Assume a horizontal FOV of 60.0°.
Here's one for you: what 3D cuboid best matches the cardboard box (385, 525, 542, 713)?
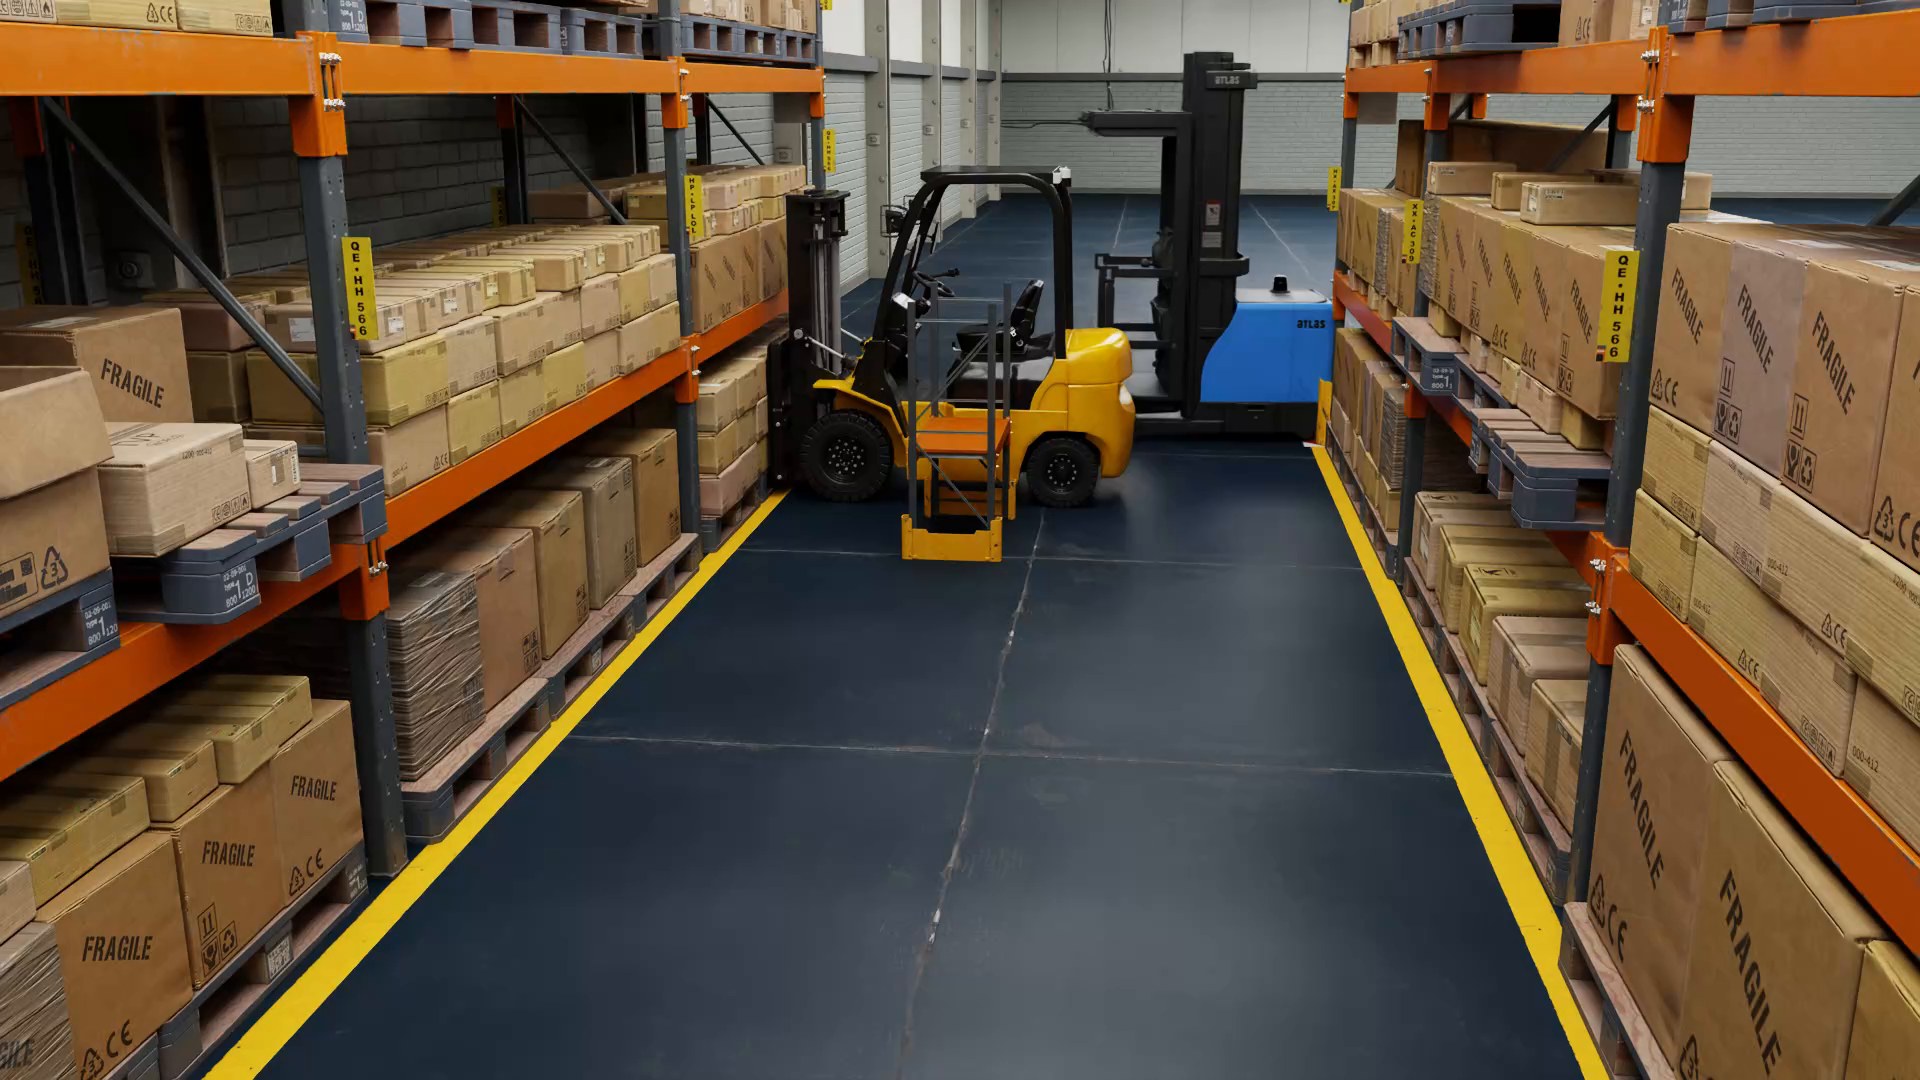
[{"bbox_3d":[-2.310,0.317,6.986,0.875,0.625,0.625,2,15,8],"label":"cardboard box"}]

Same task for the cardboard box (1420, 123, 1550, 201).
[{"bbox_3d":[3.320,-2.369,10.498,0.700,0.500,0.500,2,15,6],"label":"cardboard box"}]

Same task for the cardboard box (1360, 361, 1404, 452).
[{"bbox_3d":[2.836,-0.850,10.587,0.500,0.500,0.500,3,15,9],"label":"cardboard box"}]

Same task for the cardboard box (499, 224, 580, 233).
[{"bbox_3d":[-2.261,-1.609,8.932,0.380,0.149,0.250,1,15,5],"label":"cardboard box"}]

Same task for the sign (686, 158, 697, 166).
[{"bbox_3d":[-2.108,-2.844,13.123,0.100,0.325,0.005,2,15,6],"label":"sign"}]

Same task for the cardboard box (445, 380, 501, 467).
[{"bbox_3d":[-2.105,-0.461,6.407,0.500,0.250,0.500,1,15,5],"label":"cardboard box"}]

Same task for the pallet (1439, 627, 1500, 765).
[{"bbox_3d":[2.702,0.678,7.250,1.003,0.211,1.213,2,15,6],"label":"pallet"}]

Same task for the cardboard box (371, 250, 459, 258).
[{"bbox_3d":[-2.480,-1.215,7.475,0.380,0.149,0.250,2,15,7],"label":"cardboard box"}]

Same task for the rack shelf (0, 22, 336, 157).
[{"bbox_3d":[-2.686,-0.877,3.291,1.077,0.370,4.000,2,15,6],"label":"rack shelf"}]

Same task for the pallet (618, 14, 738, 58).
[{"bbox_3d":[-1.938,-2.960,9.784,1.003,0.211,1.213,2,15,6],"label":"pallet"}]

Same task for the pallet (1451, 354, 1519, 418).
[{"bbox_3d":[2.655,-0.572,6.898,1.003,0.211,1.213,2,15,6],"label":"pallet"}]

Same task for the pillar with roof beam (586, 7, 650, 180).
[{"bbox_3d":[1.746,-4.985,11.358,9.100,9.000,0.400,2,15,6],"label":"pillar with roof beam"}]

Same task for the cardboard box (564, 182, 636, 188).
[{"bbox_3d":[-2.221,-2.129,10.284,0.380,0.149,0.250,1,15,5],"label":"cardboard box"}]

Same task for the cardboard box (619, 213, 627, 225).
[{"bbox_3d":[-2.196,-1.919,10.079,0.380,0.149,0.250,2,15,8],"label":"cardboard box"}]

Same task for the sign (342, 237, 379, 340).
[{"bbox_3d":[-1.920,-0.802,5.316,0.100,0.325,0.005,2,15,6],"label":"sign"}]

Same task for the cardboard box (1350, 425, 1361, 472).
[{"bbox_3d":[2.895,-0.625,11.190,0.500,0.250,0.500,3,15,10],"label":"cardboard box"}]

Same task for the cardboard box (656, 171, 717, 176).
[{"bbox_3d":[-1.934,-2.525,11.751,0.380,0.149,0.250,2,15,8],"label":"cardboard box"}]

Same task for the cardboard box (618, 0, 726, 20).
[{"bbox_3d":[-1.673,-3.197,9.667,0.500,0.311,0.500,2,15,7],"label":"cardboard box"}]

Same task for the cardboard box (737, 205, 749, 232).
[{"bbox_3d":[-1.549,-2.034,10.504,0.380,0.149,0.250,2,15,6],"label":"cardboard box"}]

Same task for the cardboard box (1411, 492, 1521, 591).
[{"bbox_3d":[2.867,0.015,8.591,0.950,0.372,0.625,2,15,7],"label":"cardboard box"}]

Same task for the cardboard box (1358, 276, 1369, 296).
[{"bbox_3d":[2.936,-1.757,11.393,0.380,0.149,0.250,2,15,8],"label":"cardboard box"}]

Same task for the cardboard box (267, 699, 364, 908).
[{"bbox_3d":[-2.294,0.825,5.349,0.500,0.500,0.500,2,15,8],"label":"cardboard box"}]

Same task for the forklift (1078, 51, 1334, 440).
[{"bbox_3d":[1.428,-2.328,13.155,3.031,2.935,1.130,0,15,1],"label":"forklift"}]

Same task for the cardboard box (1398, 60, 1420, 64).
[{"bbox_3d":[2.787,-2.871,9.769,0.380,0.149,0.250,2,15,8],"label":"cardboard box"}]

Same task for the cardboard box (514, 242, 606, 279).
[{"bbox_3d":[-1.907,-1.331,7.904,0.380,0.149,0.250,1,15,5],"label":"cardboard box"}]

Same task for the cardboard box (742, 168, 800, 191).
[{"bbox_3d":[-1.388,-2.642,12.183,0.380,0.149,0.250,2,15,8],"label":"cardboard box"}]

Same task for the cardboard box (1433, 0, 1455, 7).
[{"bbox_3d":[2.403,-2.494,7.376,0.500,0.250,0.500,1,15,6],"label":"cardboard box"}]

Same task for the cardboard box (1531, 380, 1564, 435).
[{"bbox_3d":[2.218,-0.462,5.799,0.380,0.149,0.250,2,15,6],"label":"cardboard box"}]

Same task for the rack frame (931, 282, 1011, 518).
[{"bbox_3d":[0.067,-0.878,10.536,0.500,1.500,0.032,2,15,6],"label":"rack frame"}]

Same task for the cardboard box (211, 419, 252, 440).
[{"bbox_3d":[-2.663,-0.347,5.985,0.500,0.250,0.500,1,15,5],"label":"cardboard box"}]

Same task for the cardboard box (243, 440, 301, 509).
[{"bbox_3d":[-2.153,-0.195,4.813,0.380,0.149,0.250,2,15,7],"label":"cardboard box"}]

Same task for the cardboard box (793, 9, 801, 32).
[{"bbox_3d":[-1.349,-3.724,11.926,0.380,0.149,0.250,1,15,5],"label":"cardboard box"}]

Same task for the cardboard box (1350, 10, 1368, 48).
[{"bbox_3d":[3.054,-3.621,11.779,0.500,0.250,0.500,1,15,5],"label":"cardboard box"}]

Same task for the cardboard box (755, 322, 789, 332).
[{"bbox_3d":[-1.351,-1.467,12.387,0.500,0.250,0.500,2,15,7],"label":"cardboard box"}]

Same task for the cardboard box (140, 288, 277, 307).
[{"bbox_3d":[-2.706,-0.818,6.006,0.380,0.149,0.250,2,15,8],"label":"cardboard box"}]

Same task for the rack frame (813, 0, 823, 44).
[{"bbox_3d":[-1.557,-5.266,12.397,1.000,3.000,0.127,2,15,6],"label":"rack frame"}]

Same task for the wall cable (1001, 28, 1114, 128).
[{"bbox_3d":[2.500,-12.119,43.689,3.097,2.526,0.112,2,15,6],"label":"wall cable"}]

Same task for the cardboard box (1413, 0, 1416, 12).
[{"bbox_3d":[2.706,-2.829,8.850,0.500,0.250,0.500,2,15,6],"label":"cardboard box"}]

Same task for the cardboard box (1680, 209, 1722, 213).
[{"bbox_3d":[2.981,-1.193,7.261,0.500,0.500,0.500,2,15,8],"label":"cardboard box"}]

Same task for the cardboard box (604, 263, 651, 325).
[{"bbox_3d":[-1.861,-1.233,8.305,0.500,0.250,0.500,1,15,5],"label":"cardboard box"}]

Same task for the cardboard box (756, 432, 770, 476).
[{"bbox_3d":[-1.541,-0.589,11.059,0.500,0.250,0.500,2,15,7],"label":"cardboard box"}]

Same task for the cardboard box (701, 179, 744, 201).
[{"bbox_3d":[-1.611,-2.248,10.724,0.380,0.149,0.250,2,15,6],"label":"cardboard box"}]

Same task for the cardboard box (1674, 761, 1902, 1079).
[{"bbox_3d":[2.207,1.081,3.684,0.875,0.875,0.875,2,15,7],"label":"cardboard box"}]

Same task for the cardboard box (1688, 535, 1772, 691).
[{"bbox_3d":[2.127,0.176,4.053,0.500,0.250,0.500,1,15,5],"label":"cardboard box"}]

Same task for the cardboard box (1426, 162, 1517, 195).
[{"bbox_3d":[2.519,-1.783,8.202,0.380,0.149,0.250,2,15,6],"label":"cardboard box"}]

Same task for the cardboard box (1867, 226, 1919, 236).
[{"bbox_3d":[2.674,-0.539,4.302,0.500,0.500,0.500,1,15,5],"label":"cardboard box"}]

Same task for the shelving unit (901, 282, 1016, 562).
[{"bbox_3d":[0.009,-0.744,10.039,0.587,1.500,1.083,2,15,6],"label":"shelving unit"}]

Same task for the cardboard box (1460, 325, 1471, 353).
[{"bbox_3d":[2.484,-0.929,7.528,0.380,0.149,0.250,2,15,7],"label":"cardboard box"}]

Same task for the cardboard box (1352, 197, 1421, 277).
[{"bbox_3d":[2.935,-2.035,11.181,0.500,0.500,0.500,1,15,5],"label":"cardboard box"}]

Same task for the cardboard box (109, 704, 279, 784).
[{"bbox_3d":[-2.264,0.603,4.927,0.380,0.149,0.250,1,15,3],"label":"cardboard box"}]

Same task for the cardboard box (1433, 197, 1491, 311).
[{"bbox_3d":[2.530,-1.339,7.801,0.500,0.500,0.500,2,15,6],"label":"cardboard box"}]

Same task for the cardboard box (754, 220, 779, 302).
[{"bbox_3d":[-1.523,-1.885,11.195,0.500,0.500,0.500,2,15,7],"label":"cardboard box"}]

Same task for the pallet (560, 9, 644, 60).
[{"bbox_3d":[-2.095,-2.459,8.129,0.805,0.209,1.217,1,15,4],"label":"pallet"}]

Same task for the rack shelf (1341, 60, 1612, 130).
[{"bbox_3d":[3.150,-2.807,10.427,1.077,0.370,4.000,2,15,6],"label":"rack shelf"}]

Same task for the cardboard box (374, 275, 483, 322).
[{"bbox_3d":[-2.082,-0.935,6.440,0.380,0.149,0.250,2,15,7],"label":"cardboard box"}]

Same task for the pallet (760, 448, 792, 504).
[{"bbox_3d":[-1.742,-0.509,11.639,1.003,0.211,1.213,2,15,6],"label":"pallet"}]
